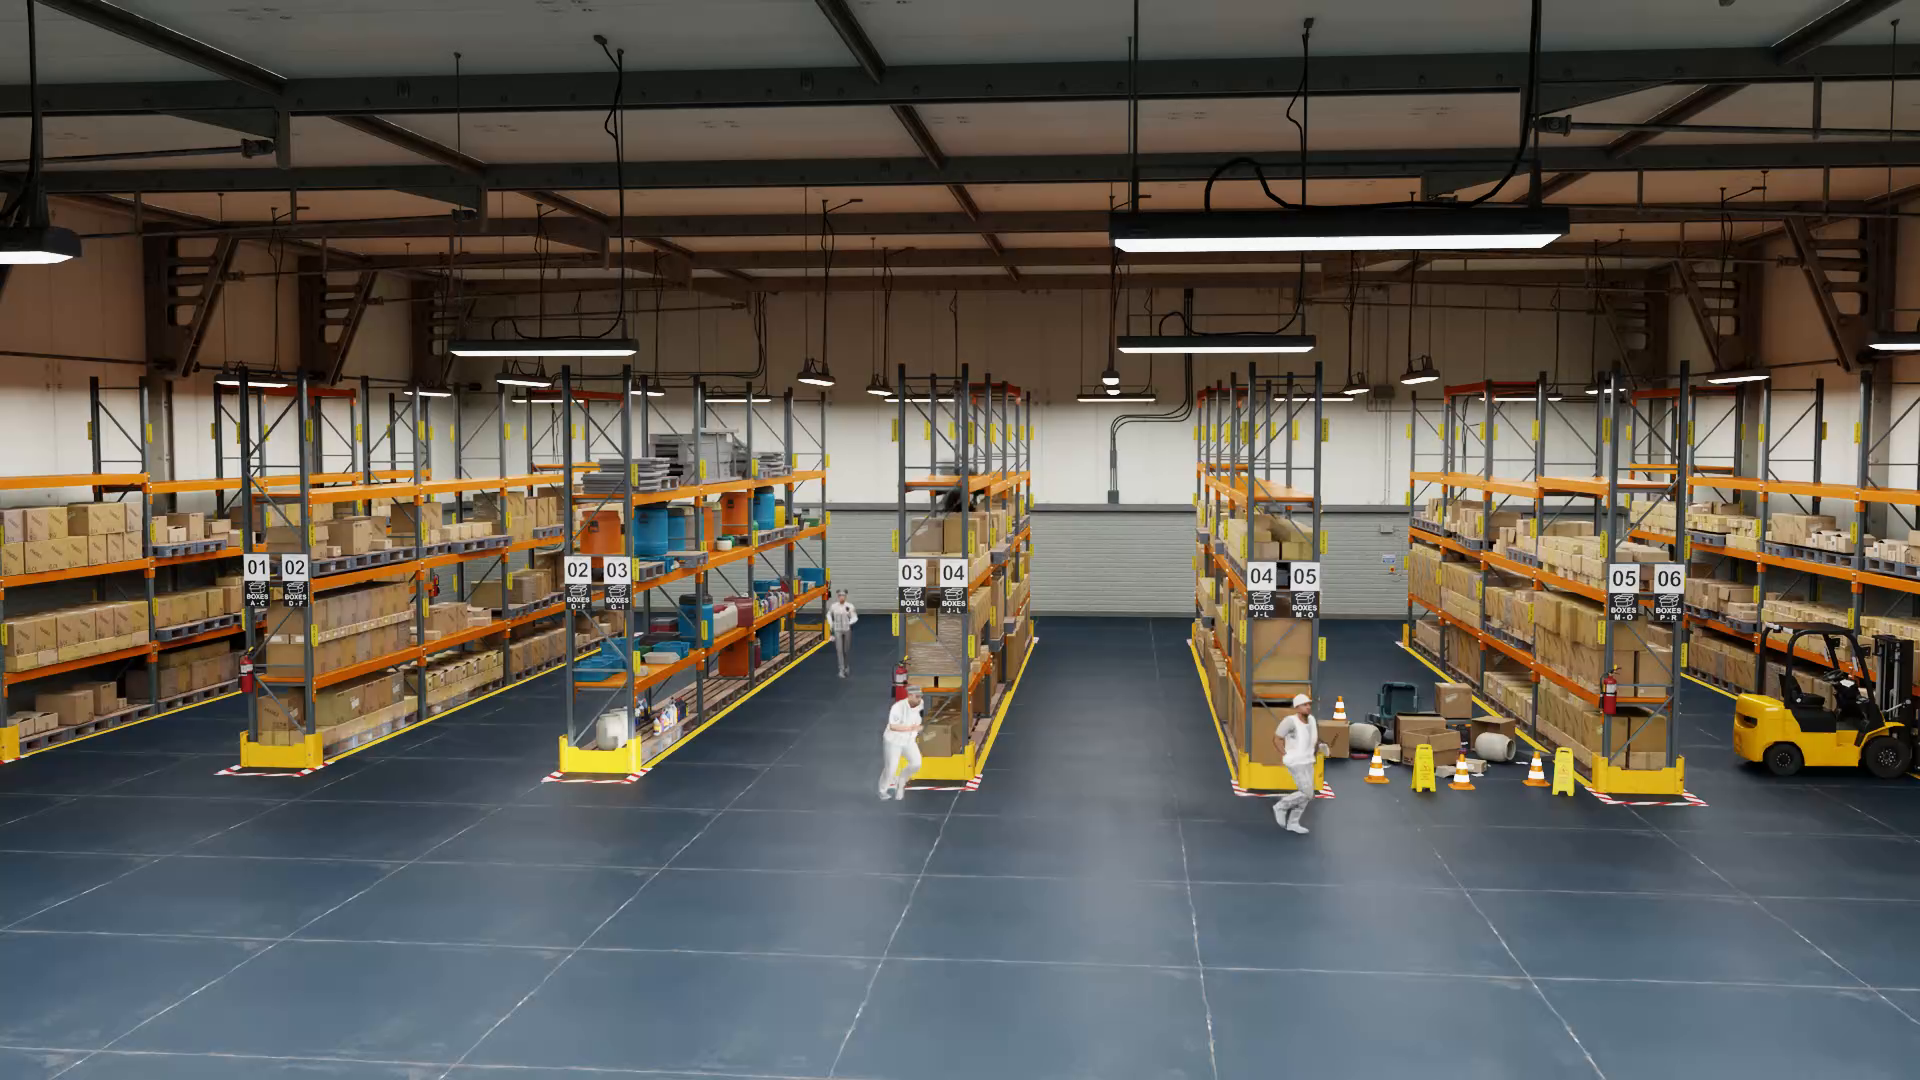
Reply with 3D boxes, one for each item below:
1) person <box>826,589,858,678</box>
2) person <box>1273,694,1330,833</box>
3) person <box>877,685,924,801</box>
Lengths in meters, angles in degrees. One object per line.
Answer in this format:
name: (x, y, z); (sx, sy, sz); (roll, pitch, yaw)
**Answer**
person: (-2.307, 1.797, 32.501); (0.620, 1.712, 0.731); (0, 4, -1)
person: (4.288, 2.796, 20.811); (0.666, 1.746, 0.618); (-3, 5, -44)
person: (-0.737, 2.738, 22.528); (0.698, 1.631, 0.948); (-3, 5, -41)
